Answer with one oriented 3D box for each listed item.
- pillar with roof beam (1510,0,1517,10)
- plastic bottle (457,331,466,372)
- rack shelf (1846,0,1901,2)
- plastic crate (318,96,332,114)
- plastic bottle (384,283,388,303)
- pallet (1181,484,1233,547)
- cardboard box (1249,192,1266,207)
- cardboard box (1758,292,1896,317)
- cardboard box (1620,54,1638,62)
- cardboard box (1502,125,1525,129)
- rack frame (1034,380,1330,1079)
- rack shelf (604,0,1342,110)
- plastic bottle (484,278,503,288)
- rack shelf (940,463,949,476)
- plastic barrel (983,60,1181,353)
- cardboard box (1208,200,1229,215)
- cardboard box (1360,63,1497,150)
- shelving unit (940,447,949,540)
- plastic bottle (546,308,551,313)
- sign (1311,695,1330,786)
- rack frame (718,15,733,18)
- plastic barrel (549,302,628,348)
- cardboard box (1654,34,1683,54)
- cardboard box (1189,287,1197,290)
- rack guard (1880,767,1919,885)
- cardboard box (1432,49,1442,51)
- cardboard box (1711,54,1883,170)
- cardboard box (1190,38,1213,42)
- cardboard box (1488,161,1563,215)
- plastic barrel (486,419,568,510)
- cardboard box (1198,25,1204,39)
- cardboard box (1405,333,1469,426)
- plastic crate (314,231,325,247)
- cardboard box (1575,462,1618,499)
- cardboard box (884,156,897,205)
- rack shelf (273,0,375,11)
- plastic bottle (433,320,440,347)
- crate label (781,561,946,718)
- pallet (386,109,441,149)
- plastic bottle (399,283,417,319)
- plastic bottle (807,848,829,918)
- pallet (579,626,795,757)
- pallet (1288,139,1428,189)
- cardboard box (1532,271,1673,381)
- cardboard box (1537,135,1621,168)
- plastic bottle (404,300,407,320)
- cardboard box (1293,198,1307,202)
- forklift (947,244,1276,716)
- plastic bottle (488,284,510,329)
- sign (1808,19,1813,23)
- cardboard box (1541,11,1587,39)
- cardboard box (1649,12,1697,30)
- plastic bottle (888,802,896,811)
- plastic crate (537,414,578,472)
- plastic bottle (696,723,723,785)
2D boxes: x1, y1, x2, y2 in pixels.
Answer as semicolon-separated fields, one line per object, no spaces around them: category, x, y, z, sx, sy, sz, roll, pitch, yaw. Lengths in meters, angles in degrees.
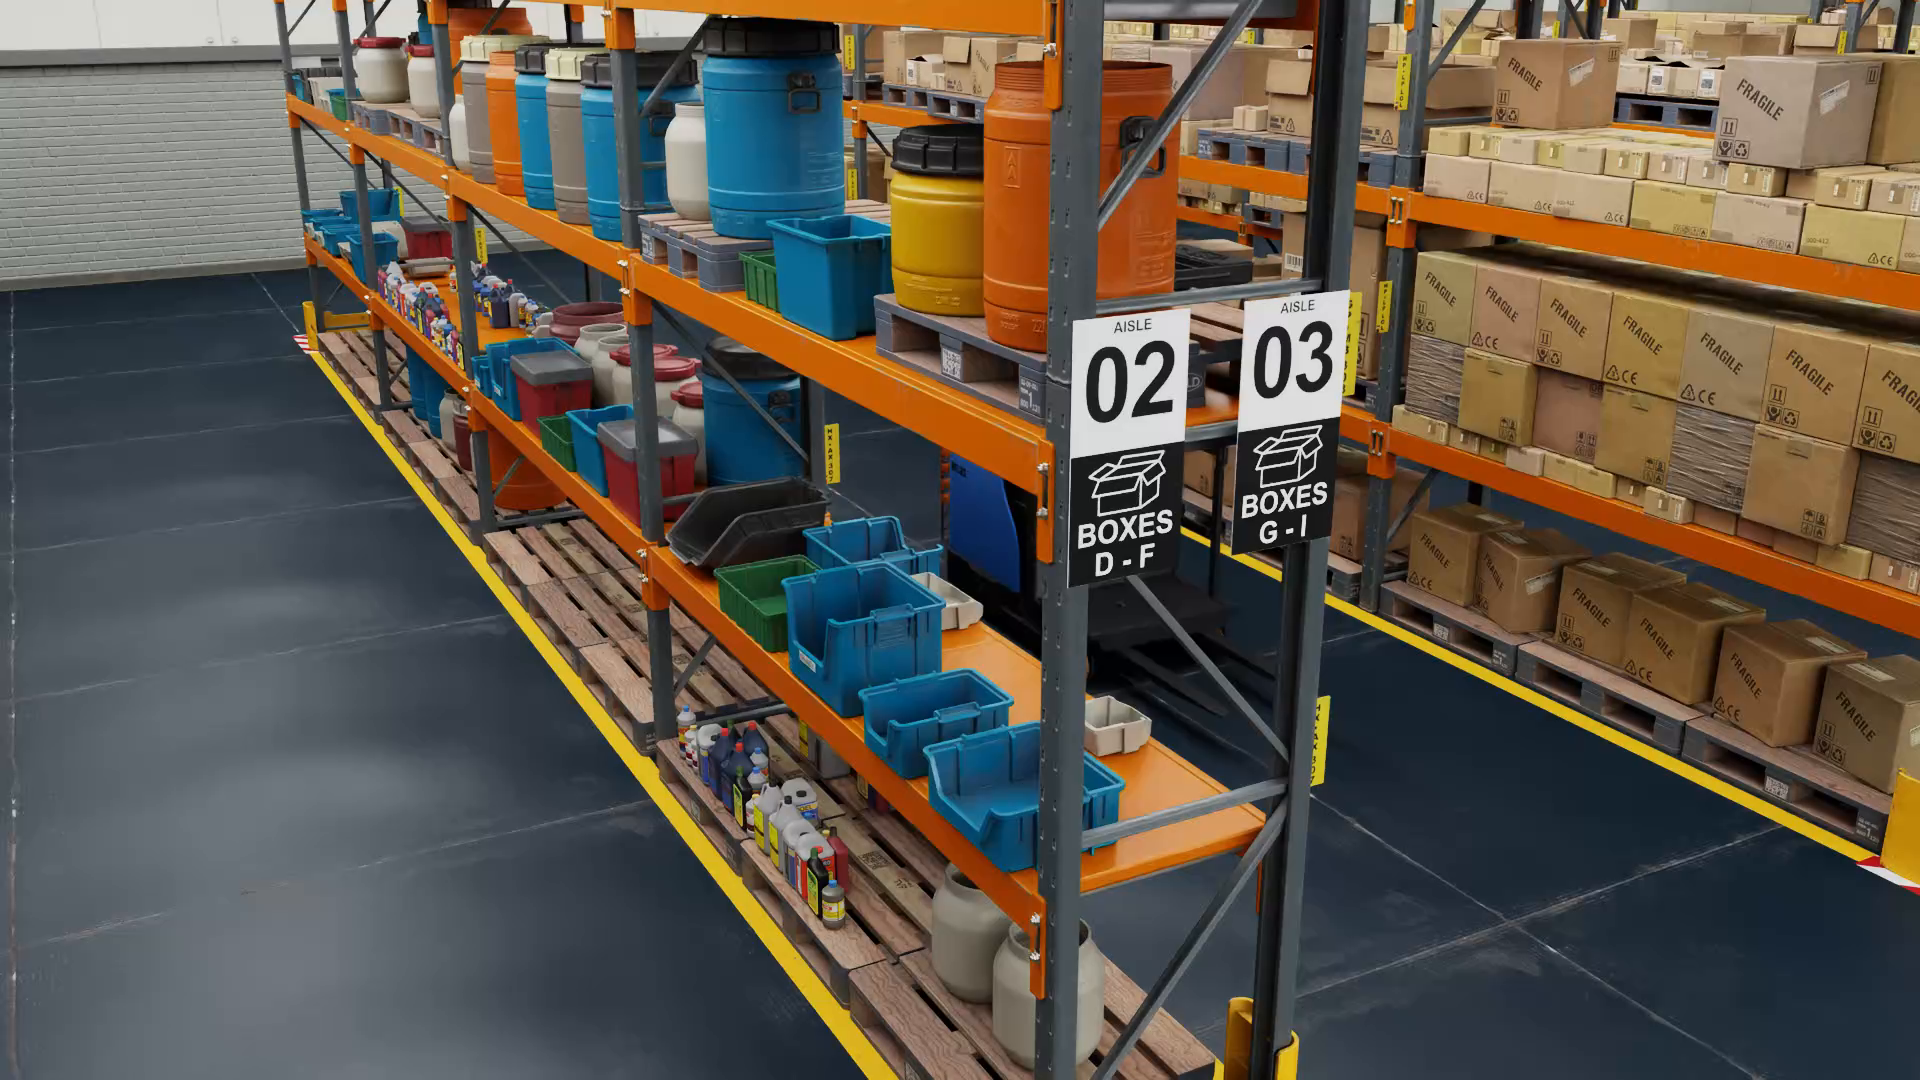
pillar with roof beam;6.287;-9.848;27.376;9.100;9.000;0.400;-10;21;-27
plastic bottle;-3.652;-1.392;12.245;0.061;0.283;0.133;-10;21;-27
rack shelf;9.046;-6.580;19.621;1.077;0.370;4.000;-10;21;-27
plastic crate;-5.923;-4.145;15.850;0.293;0.136;0.466;-10;21;-27
plastic bottle;-5.051;-2.211;14.746;0.097;0.201;0.097;0;19;0
pallet;2.219;-0.272;13.095;1.003;0.211;1.213;-10;21;-27
cardboard box;3.570;-3.947;19.213;0.380;0.149;0.250;-11;22;-29
cardboard box;4.582;-1.016;8.836;0.500;0.500;0.500;-10;21;-27
cardboard box;5.837;-4.283;15.187;0.500;0.311;0.500;-10;21;-27
cardboard box;3.582;-2.503;10.306;0.380;0.149;0.250;-9;21;-25
rack frame;0.714;0.900;5.426;1.000;3.000;0.127;-10;21;-27
rack shelf;-0.236;-1.981;6.294;1.077;0.370;4.000;-10;21;-27
plastic bottle;-4.036;-2.135;14.411;0.152;0.276;0.135;-10;21;-27
rack shelf;0.007;-0.521;12.438;0.258;0.103;0.180;-10;21;-27
plastic barrel;0.371;-1.040;5.145;0.600;0.830;0.708;-10;21;-27
cardboard box;3.228;-4.036;20.114;0.380;0.149;0.250;-11;22;-28
cardboard box;3.037;-2.831;10.838;0.797;0.503;0.637;-11;22;-29
shelving unit;0.007;-0.563;12.424;0.258;1.200;0.189;-10;21;-27
plastic bottle;-3.249;-1.694;13.122;0.061;0.283;0.133;-10;21;-27
sign;1.200;0.685;5.624;0.100;0.325;0.005;-10;21;-27
rack frame;-2.525;-7.297;19.982;1.000;3.000;0.127;-10;21;-27
plastic barrel;-2.598;-1.375;11.809;0.600;0.536;0.708;-10;21;-27
cardboard box;8.699;-6.201;20.899;0.500;0.311;0.500;-10;21;-27
cardboard box;1.867;-1.775;12.763;0.500;0.250;0.500;-11;22;-28
rack guard;5.037;1.292;8.120;1.175;0.500;0.348;-10;21;-27
cardboard box;5.164;-4.859;17.362;0.500;0.500;0.500;-10;21;-27
cardboard box;4.114;-2.116;8.190;0.500;0.500;0.500;-10;21;-27
cardboard box;3.108;-5.879;19.936;0.500;0.250;0.500;-11;22;-29
cardboard box;3.417;-2.043;9.585;0.500;0.250;0.500;-10;22;-27
plastic barrel;-3.332;-0.707;12.766;0.600;0.830;0.708;-10;21;-27
cardboard box;3.090;-6.103;19.972;0.380;0.149;0.250;-9;21;-25
cardboard box;3.333;-1.065;10.510;0.875;0.500;0.500;-10;21;-27
plastic crate;-6.655;-3.176;17.549;0.250;0.136;0.298;-10;21;-27
cardboard box;3.735;-0.360;9.462;0.380;0.149;0.250;-10;21;-27
cardboard box;-0.315;-3.652;16.925;0.797;0.503;0.637;-11;22;-28
rack shelf;-5.934;-5.426;16.277;1.077;0.370;4.000;-10;21;-27
plastic bottle;-4.078;-1.623;13.041;0.097;0.201;0.097;0;19;0
crate label;-0.398;0.396;6.830;0.502;0.435;0.616;-10;21;-27
pallet;-3.985;-3.339;13.400;1.003;0.211;1.213;-10;21;-27
plastic bottle;-4.660;-2.029;14.103;0.152;0.276;0.135;-10;21;-27
plastic bottle;-0.615;1.486;7.217;0.061;0.283;0.133;-9;21;-25
pallet;-1.592;0.850;9.844;1.003;0.211;1.213;-10;21;-27
pallet;2.974;-2.539;11.080;1.213;0.211;1.003;-10;21;-27
cardboard box;3.639;-1.221;9.429;0.500;0.500;0.500;-10;21;-27
cardboard box;3.508;-2.199;9.427;0.380;0.149;0.250;-9;21;-25
plastic bottle;-4.629;-1.956;14.006;0.097;0.201;0.097;0;19;0
cardboard box;3.942;-3.865;18.519;0.380;0.149;0.250;-11;22;-29
forklift;1.036;-0.697;10.157;1.130;2.935;3.031;-10;21;-26
plastic bottle;-3.807;-1.930;13.703;0.144;0.351;0.185;-10;21;-27
sign;11.989;-7.193;23.489;0.100;0.325;0.005;-10;21;-27
cardboard box;8.002;-6.760;22.074;0.500;0.500;0.500;-10;21;-26
cardboard box;11.028;-8.032;25.720;0.500;0.250;0.500;-10;22;-27
plastic bottle;-0.308;1.166;8.155;0.152;0.276;0.135;-10;21;-26
plastic crate;-2.261;-0.605;10.110;0.450;0.188;0.662;-10;21;-27
plastic bottle;-1.242;1.079;8.408;0.152;0.276;0.135;-9;21;-25
